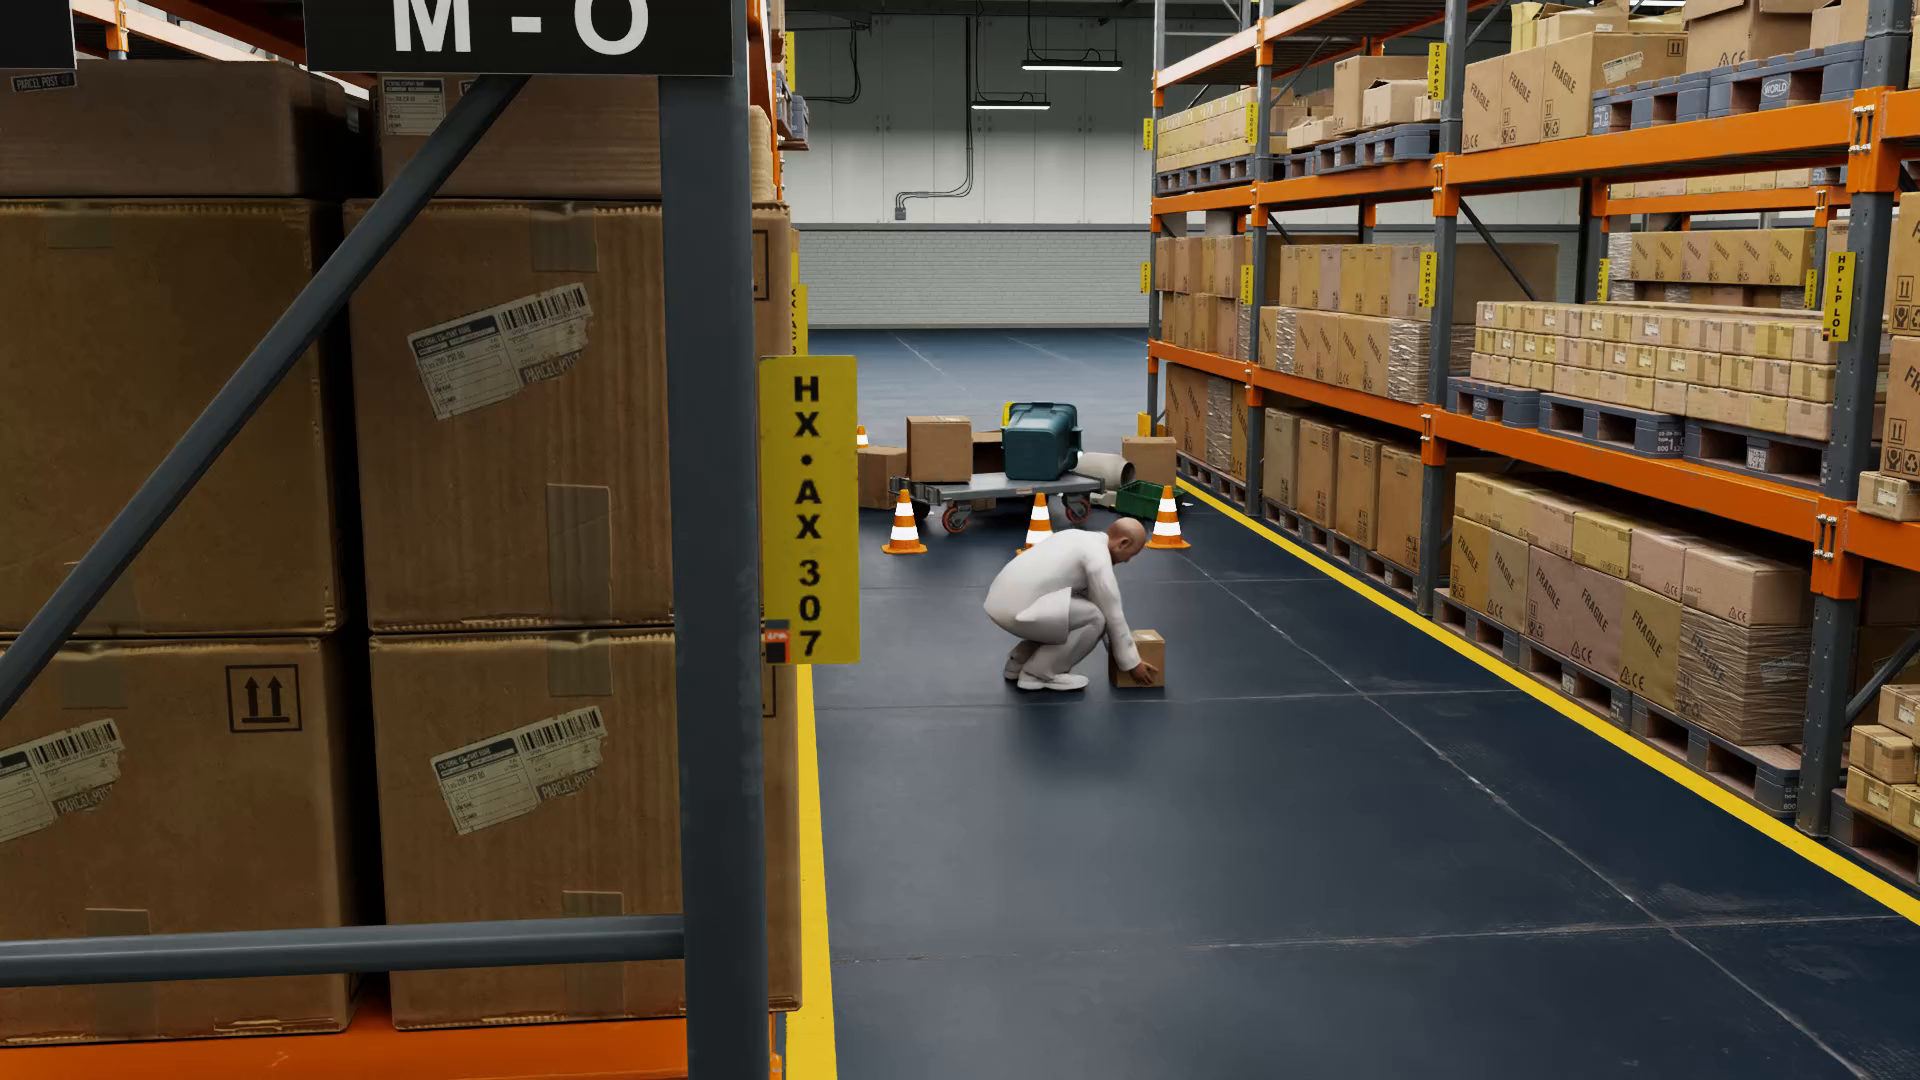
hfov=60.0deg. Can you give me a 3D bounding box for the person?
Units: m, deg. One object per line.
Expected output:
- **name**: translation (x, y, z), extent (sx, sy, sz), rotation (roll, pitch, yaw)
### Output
- **person**: translation (0.572, 0.340, 8.721), extent (0.900, 0.877, 0.592), rotation (-1, 10, -6)
